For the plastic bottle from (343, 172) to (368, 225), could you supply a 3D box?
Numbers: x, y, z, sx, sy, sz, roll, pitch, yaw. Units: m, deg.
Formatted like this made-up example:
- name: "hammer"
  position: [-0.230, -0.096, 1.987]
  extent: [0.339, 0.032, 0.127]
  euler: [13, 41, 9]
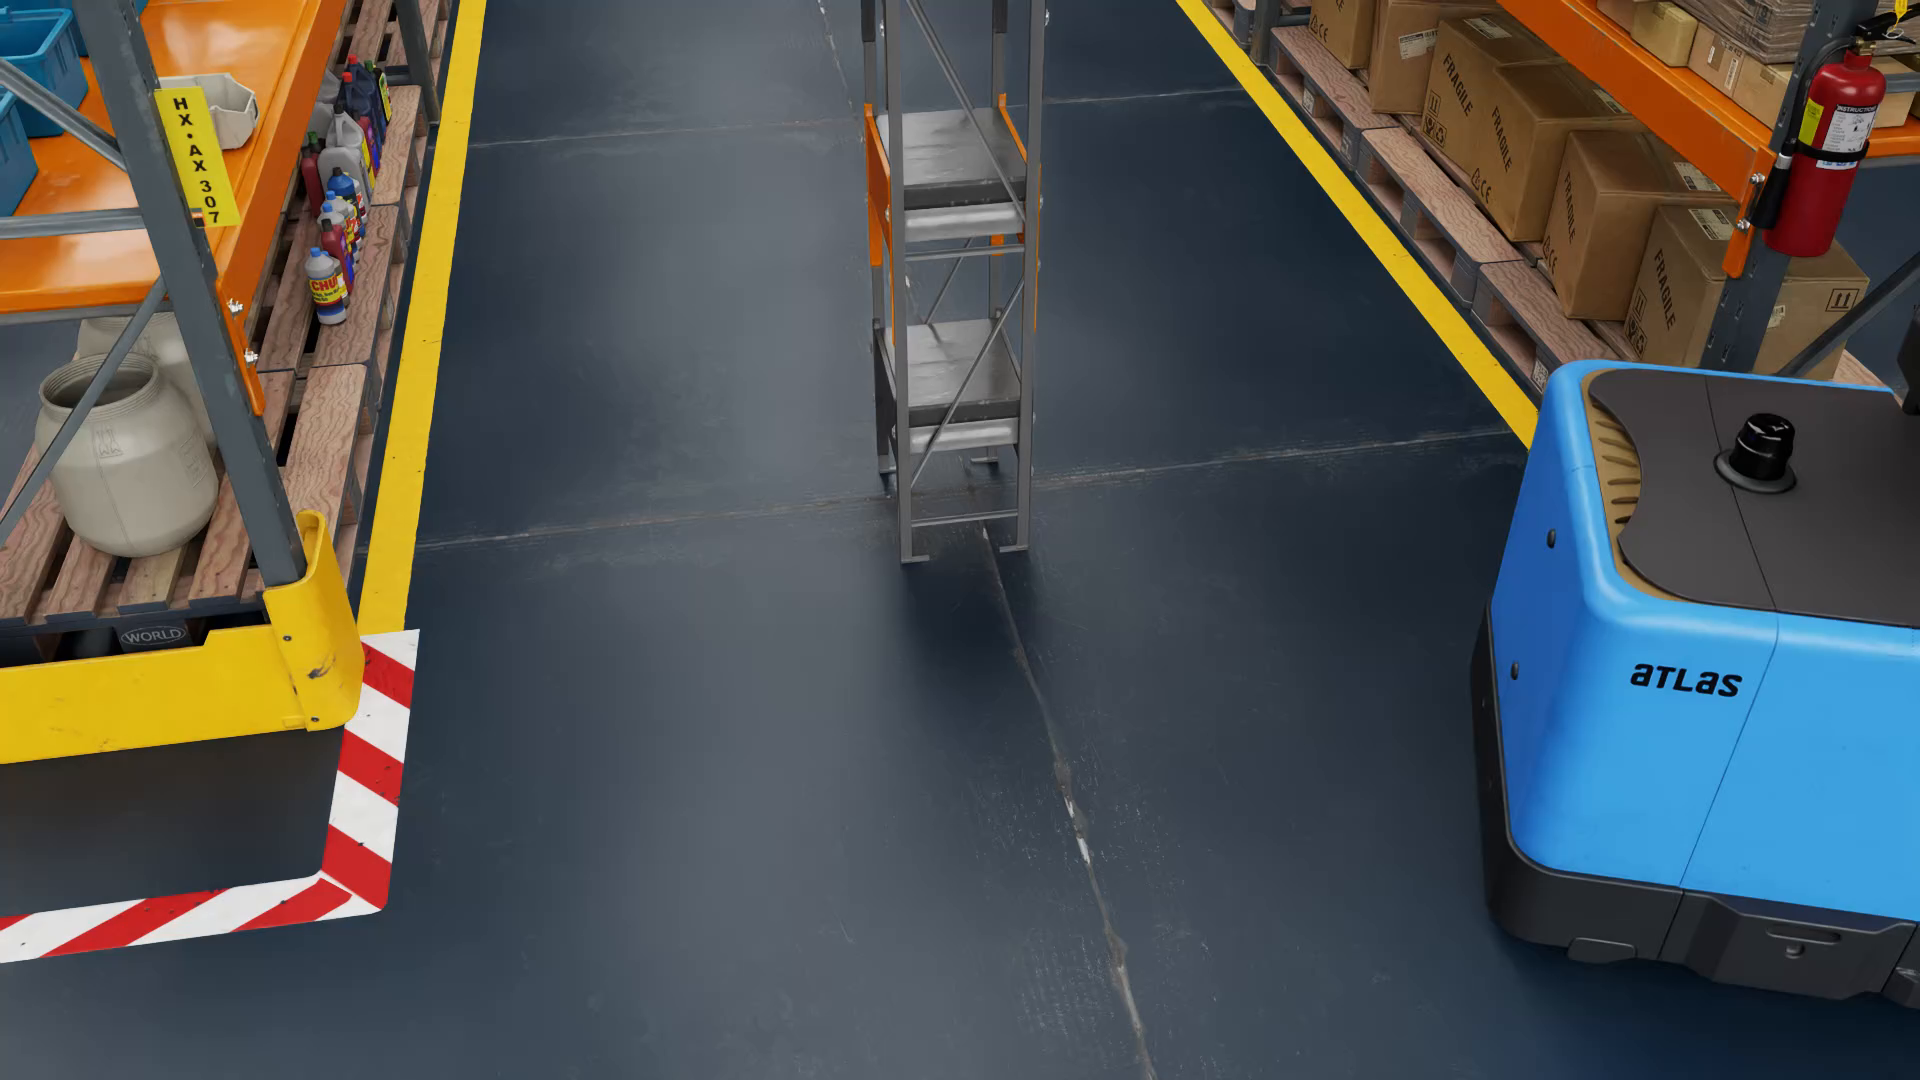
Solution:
- name: "plastic bottle"
  position: [-2.359, -1.321, 6.428]
  extent: [0.097, 0.201, 0.097]
  euler: [0, 38, 0]

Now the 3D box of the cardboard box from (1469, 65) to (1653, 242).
- name: "cardboard box"
  position: [2.336, -1.500, 6.432]
  extent: [0.500, 0.500, 0.500]
  euler: [-3, 38, -4]

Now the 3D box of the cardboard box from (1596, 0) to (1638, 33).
- name: "cardboard box"
  position: [2.239, -1.705, 5.205]
  extent: [0.380, 0.149, 0.250]
  euler: [-6, 38, -8]

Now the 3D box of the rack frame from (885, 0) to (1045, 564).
- name: "rack frame"
  position: [0.014, -0.782, 4.545]
  extent: [0.400, 2.100, 0.015]
  euler: [-6, 38, -8]

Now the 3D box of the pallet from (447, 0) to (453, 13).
- name: "pallet"
  position: [-3.312, -3.196, 9.192]
  extent: [1.003, 0.211, 1.213]
  euler: [-6, 38, -8]

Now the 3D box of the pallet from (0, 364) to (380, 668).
- name: "pallet"
  position: [-2.414, -0.103, 5.211]
  extent: [1.003, 0.211, 1.213]
  euler: [-6, 38, -8]

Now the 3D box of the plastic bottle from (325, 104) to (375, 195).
- name: "plastic bottle"
  position: [-2.432, -1.547, 6.597]
  extent: [0.144, 0.351, 0.185]
  euler: [-6, 38, -8]

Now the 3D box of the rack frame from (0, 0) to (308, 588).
- name: "rack frame"
  position: [-2.217, -0.673, 3.671]
  extent: [1.000, 3.000, 0.127]
  euler: [-6, 38, -8]

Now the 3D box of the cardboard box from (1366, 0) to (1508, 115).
- name: "cardboard box"
  position: [2.096, -2.209, 7.344]
  extent: [0.500, 0.500, 0.500]
  euler: [5, 38, 7]

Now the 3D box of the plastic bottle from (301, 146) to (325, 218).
- name: "plastic bottle"
  position: [-2.512, -1.410, 6.476]
  extent: [0.061, 0.283, 0.133]
  euler: [-6, 38, -8]

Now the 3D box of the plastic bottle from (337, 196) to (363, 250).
- name: "plastic bottle"
  position: [-2.323, -1.197, 6.268]
  extent: [0.097, 0.201, 0.097]
  euler: [0, 38, 0]

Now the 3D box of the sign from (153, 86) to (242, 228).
- name: "sign"
  position: [-1.675, -0.838, 3.659]
  extent: [0.100, 0.325, 0.005]
  euler: [-6, 38, -8]

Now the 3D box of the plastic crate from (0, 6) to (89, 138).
- name: "plastic crate"
  position: [-2.708, -1.277, 4.570]
  extent: [0.499, 0.251, 0.408]
  euler: [-6, 38, -8]

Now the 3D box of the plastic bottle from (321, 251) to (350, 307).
- name: "plastic bottle"
  position: [-2.247, -0.932, 5.927]
  extent: [0.097, 0.201, 0.097]
  euler: [0, 38, 0]

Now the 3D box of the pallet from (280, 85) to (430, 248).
- name: "pallet"
  position: [-2.842, -1.577, 7.108]
  extent: [1.003, 0.211, 1.213]
  euler: [-6, 38, -8]

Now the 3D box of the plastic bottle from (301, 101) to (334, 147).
- name: "plastic bottle"
  position: [-2.630, -1.682, 6.831]
  extent: [0.152, 0.276, 0.135]
  euler: [-6, 38, -8]

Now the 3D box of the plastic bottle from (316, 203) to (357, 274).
- name: "plastic bottle"
  position: [-2.289, -1.104, 6.092]
  extent: [0.097, 0.271, 0.097]
  euler: [0, 38, 0]

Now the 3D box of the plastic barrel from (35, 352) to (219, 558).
- name: "plastic barrel"
  position: [-2.408, -0.245, 4.806]
  extent: [0.421, 0.512, 0.421]
  euler: [0, 38, 0]

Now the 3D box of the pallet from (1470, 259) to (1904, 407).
- name: "pallet"
  position: [2.538, -0.644, 5.907]
  extent: [1.003, 0.211, 1.213]
  euler: [-6, 38, -8]

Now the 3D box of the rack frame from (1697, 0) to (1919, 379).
- name: "rack frame"
  position: [2.659, -1.205, 4.356]
  extent: [1.000, 3.000, 0.127]
  euler: [-6, 38, -8]

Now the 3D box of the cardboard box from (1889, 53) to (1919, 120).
- name: "cardboard box"
  position: [2.844, -1.304, 4.688]
  extent: [0.380, 0.149, 0.250]
  euler: [-6, 38, -8]

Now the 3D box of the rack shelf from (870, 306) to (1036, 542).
- name: "rack shelf"
  position: [-0.029, -0.366, 5.172]
  extent: [0.431, 0.518, 0.480]
  euler: [-6, 38, -8]

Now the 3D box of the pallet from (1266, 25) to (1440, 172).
- name: "pallet"
  position: [2.110, -2.118, 7.804]
  extent: [1.003, 0.211, 1.213]
  euler: [-6, 38, -8]

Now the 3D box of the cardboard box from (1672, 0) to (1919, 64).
- name: "cardboard box"
  position: [2.589, -1.697, 4.666]
  extent: [0.875, 0.500, 0.500]
  euler: [-6, 38, -8]

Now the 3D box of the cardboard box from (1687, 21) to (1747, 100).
- name: "cardboard box"
  position: [2.362, -1.407, 4.821]
  extent: [0.380, 0.149, 0.250]
  euler: [-6, 38, -8]

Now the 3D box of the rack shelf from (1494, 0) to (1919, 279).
- name: "rack shelf"
  position: [2.308, -2.129, 6.132]
  extent: [1.077, 0.370, 4.000]
  euler: [-6, 38, -8]

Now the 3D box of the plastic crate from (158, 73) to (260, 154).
- name: "plastic crate"
  position: [-2.057, -1.144, 4.492]
  extent: [0.298, 0.136, 0.250]
  euler: [-6, 38, -8]

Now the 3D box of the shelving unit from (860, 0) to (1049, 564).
- name: "shelving unit"
  position: [-0.029, -0.929, 4.735]
  extent: [0.431, 2.100, 0.503]
  euler: [-6, 38, -8]

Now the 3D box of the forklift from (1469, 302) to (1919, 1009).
- name: "forklift"
  position: [2.836, -0.305, 3.254]
  extent: [3.031, 2.935, 1.130]
  euler: [7, 38, 9]

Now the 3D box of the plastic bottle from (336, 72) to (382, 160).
- name: "plastic bottle"
  position: [-2.488, -1.742, 6.848]
  extent: [0.144, 0.351, 0.185]
  euler: [-8, 39, -10]

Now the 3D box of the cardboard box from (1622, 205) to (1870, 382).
- name: "cardboard box"
  position: [2.566, -0.763, 5.482]
  extent: [0.500, 0.500, 0.500]
  euler: [0, 38, 1]

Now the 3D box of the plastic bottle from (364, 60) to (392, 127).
- name: "plastic bottle"
  position: [-2.510, -1.934, 7.151]
  extent: [0.061, 0.283, 0.133]
  euler: [-4, 38, -6]
